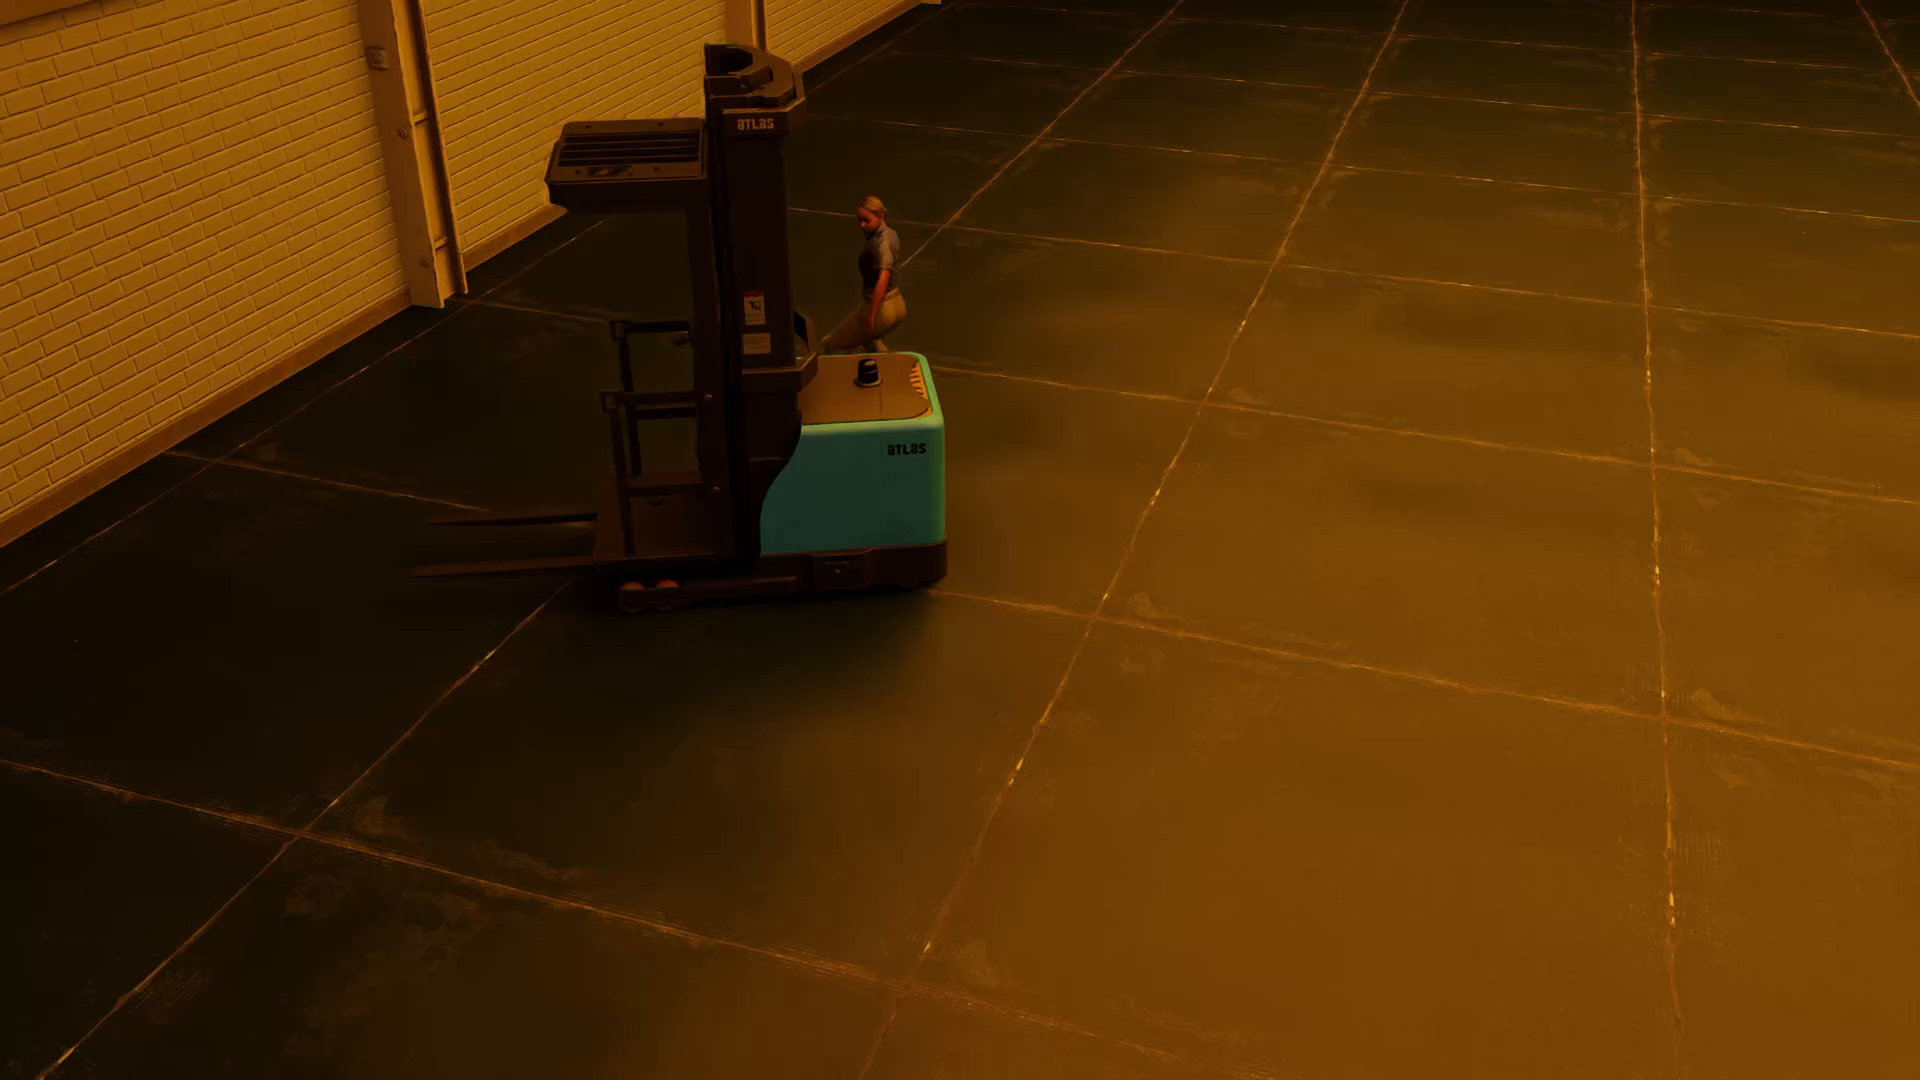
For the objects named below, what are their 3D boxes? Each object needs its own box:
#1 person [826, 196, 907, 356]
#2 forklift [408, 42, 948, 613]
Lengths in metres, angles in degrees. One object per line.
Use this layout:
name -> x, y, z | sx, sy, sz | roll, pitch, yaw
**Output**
person -> -0.610, -1.586, 11.351 | 0.509, 1.553, 0.799 | 12, 32, 20
forklift -> -1.630, -1.143, 9.141 | 3.031, 2.935, 1.130 | -4, 30, -6
